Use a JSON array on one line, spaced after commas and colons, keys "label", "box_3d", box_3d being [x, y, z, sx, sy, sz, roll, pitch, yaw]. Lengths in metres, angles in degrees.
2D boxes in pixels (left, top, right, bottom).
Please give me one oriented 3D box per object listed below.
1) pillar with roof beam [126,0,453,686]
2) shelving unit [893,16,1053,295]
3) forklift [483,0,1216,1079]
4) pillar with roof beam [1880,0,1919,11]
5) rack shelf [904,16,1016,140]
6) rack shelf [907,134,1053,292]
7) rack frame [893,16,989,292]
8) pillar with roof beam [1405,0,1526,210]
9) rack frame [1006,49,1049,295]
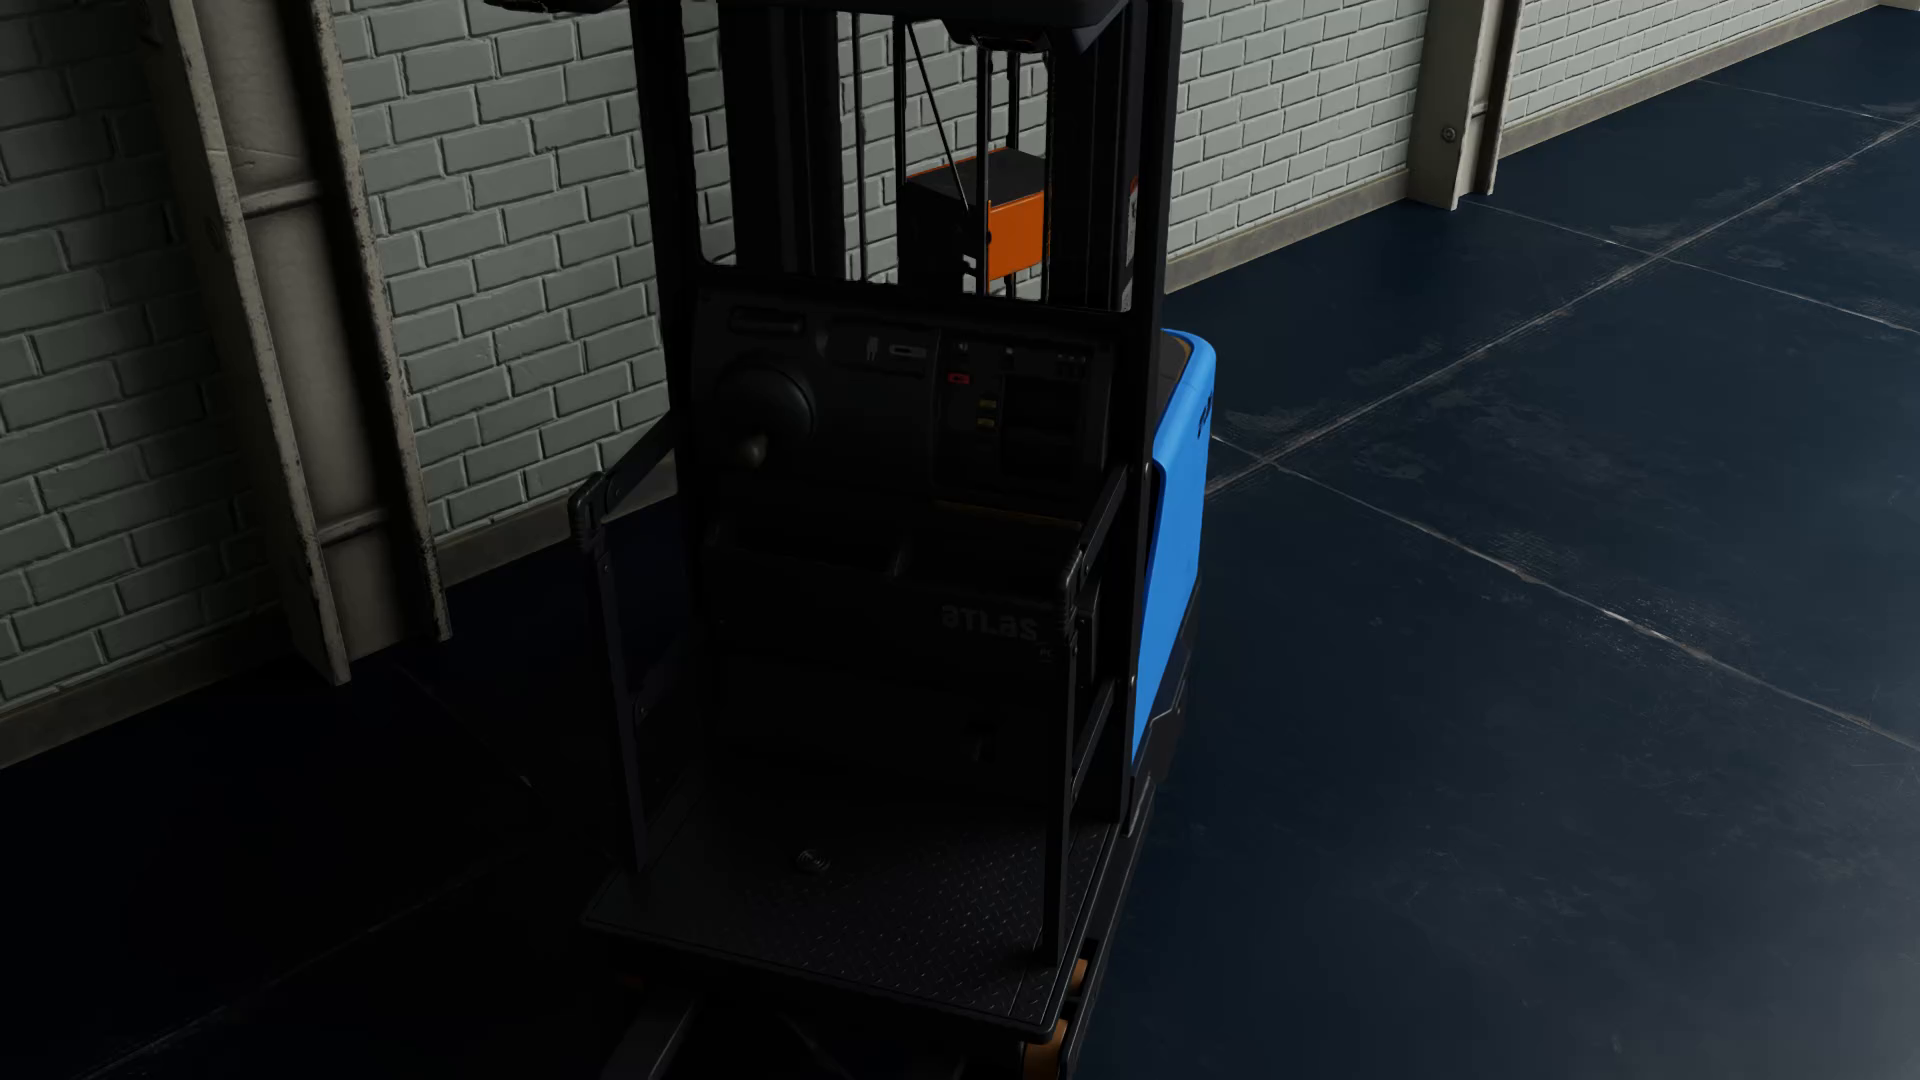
[{"label": "pillar with roof beam", "box_3d": [1.078, -1.877, 0.193, 0.400, 9.000, 9.100, -26, 40, -35]}, {"label": "shelving unit", "box_3d": [0.121, -0.955, 5.298, 0.503, 2.100, 0.431, -26, 40, -35]}, {"label": "forklift", "box_3d": [-0.195, -0.252, 3.352, 1.130, 2.935, 3.031, 9, 33, 15]}, {"label": "pillar with roof beam", "box_3d": [9.877, -6.133, 7.154, 0.400, 9.000, 9.100, -26, 40, -35]}, {"label": "rack shelf", "box_3d": [0.121, -1.540, 4.940, 0.480, 0.518, 0.431, -26, 40, -35]}, {"label": "rack shelf", "box_3d": [0.121, -0.943, 5.305, 0.480, 0.518, 0.431, -26, 40, -35]}, {"label": "rack frame", "box_3d": [-0.058, -0.868, 5.157, 0.015, 2.100, 0.400, -26, 40, -35]}, {"label": "pillar with roof beam", "box_3d": [5.478, -4.005, 3.674, 0.400, 9.000, 9.100, -26, 40, -35]}, {"label": "rack frame", "box_3d": [0.300, -1.041, 5.440, 0.015, 2.100, 0.400, -26, 40, -35]}]
